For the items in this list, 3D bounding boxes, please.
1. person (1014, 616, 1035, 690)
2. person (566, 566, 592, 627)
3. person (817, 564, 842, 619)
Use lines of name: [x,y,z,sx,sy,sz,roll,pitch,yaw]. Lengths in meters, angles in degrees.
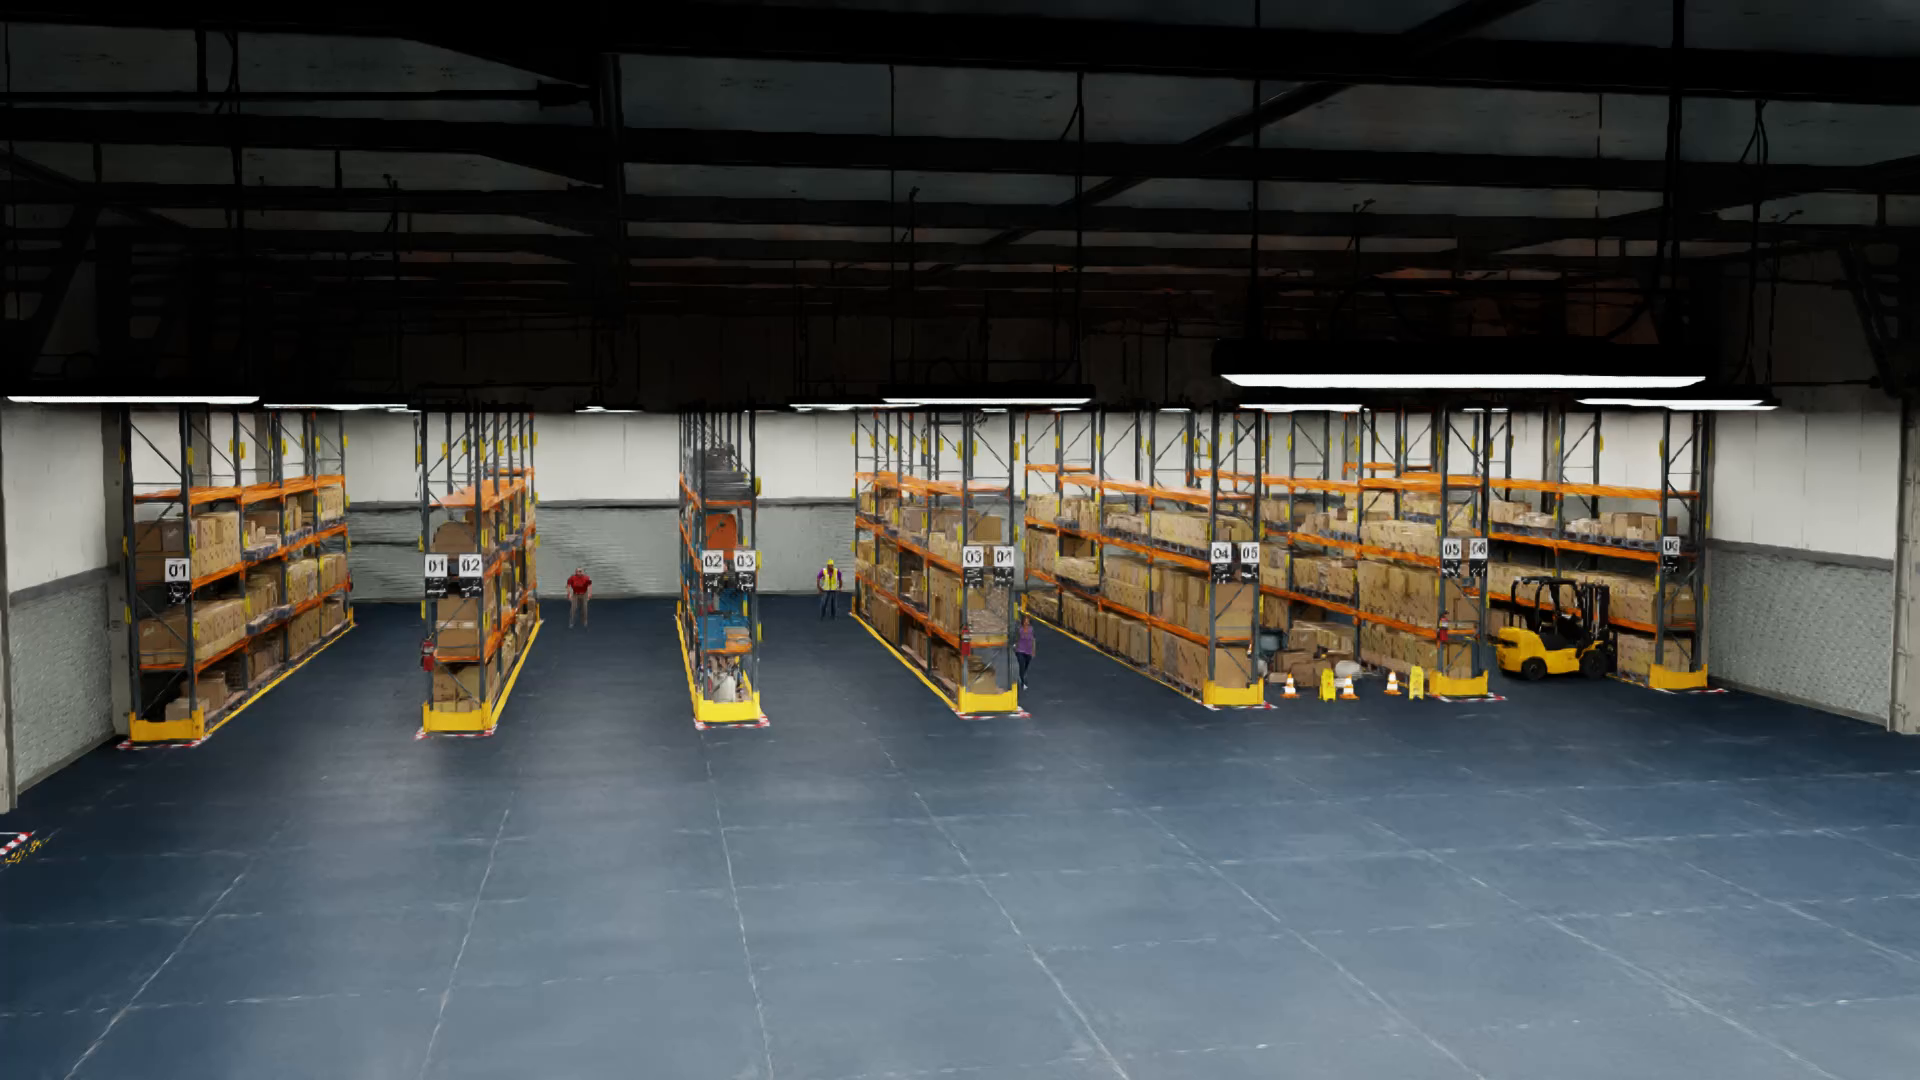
person: [1.367,2.327,34.816,0.416,1.525,1.034,-1,4,-12]
person: [-10.227,1.523,44.671,0.682,1.675,0.535,-1,4,-13]
person: [-3.641,1.392,46.422,0.719,1.679,0.543,-1,4,-12]
